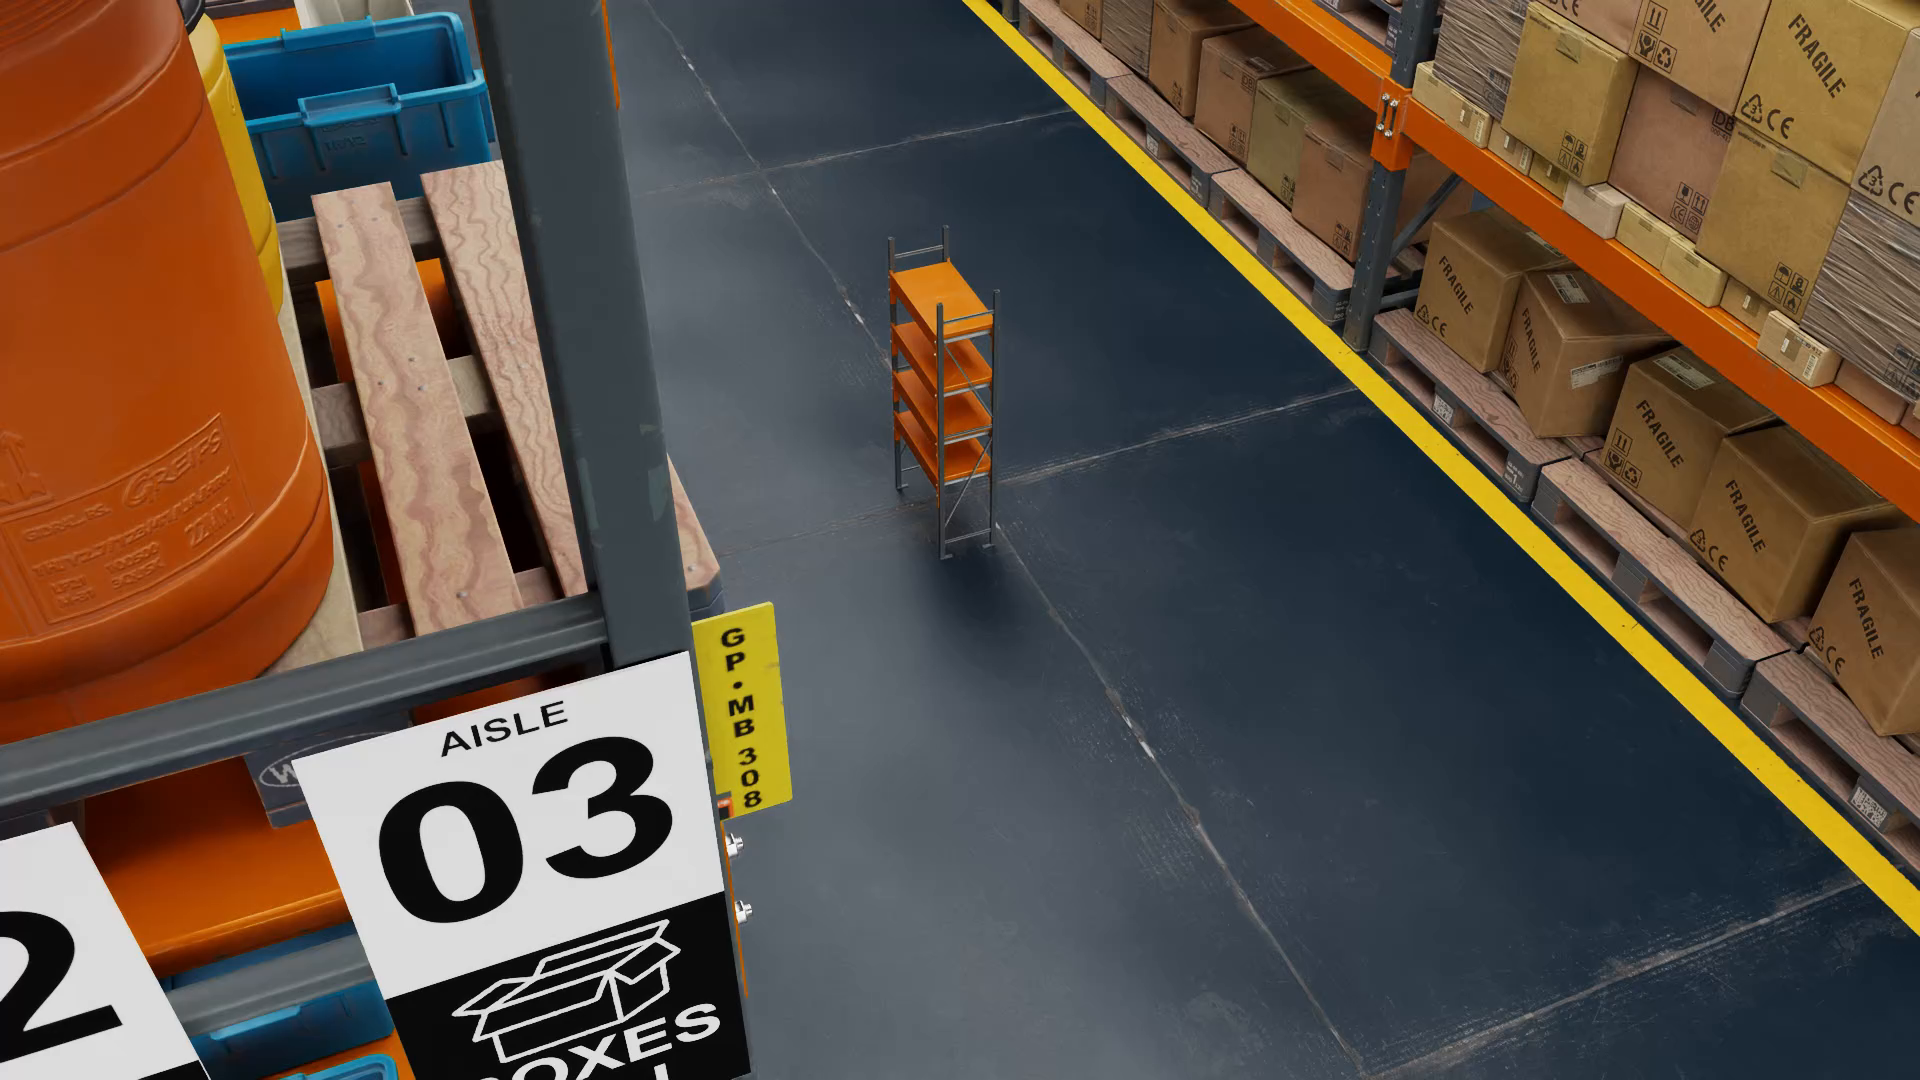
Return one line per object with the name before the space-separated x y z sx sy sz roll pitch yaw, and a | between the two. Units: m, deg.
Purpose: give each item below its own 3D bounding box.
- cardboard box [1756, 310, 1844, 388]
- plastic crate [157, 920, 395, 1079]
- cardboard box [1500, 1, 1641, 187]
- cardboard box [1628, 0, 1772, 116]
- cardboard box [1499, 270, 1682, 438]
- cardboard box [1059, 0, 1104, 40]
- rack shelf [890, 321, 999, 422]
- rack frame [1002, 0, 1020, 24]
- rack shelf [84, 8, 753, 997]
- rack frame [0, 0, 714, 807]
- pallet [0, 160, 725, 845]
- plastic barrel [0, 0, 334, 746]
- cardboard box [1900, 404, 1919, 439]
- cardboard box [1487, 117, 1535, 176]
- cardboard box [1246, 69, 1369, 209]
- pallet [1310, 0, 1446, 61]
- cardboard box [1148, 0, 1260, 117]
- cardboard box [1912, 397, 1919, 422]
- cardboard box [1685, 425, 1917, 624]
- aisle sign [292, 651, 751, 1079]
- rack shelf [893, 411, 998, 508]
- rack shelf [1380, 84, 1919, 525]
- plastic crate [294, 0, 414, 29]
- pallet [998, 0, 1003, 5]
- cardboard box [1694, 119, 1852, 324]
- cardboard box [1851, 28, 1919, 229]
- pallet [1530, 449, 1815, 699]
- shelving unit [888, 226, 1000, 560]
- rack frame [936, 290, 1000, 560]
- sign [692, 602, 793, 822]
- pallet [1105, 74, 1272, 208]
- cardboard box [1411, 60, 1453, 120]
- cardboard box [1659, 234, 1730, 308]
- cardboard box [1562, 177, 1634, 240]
cardboard box | 2.845 -0.659 5.408 0.380 0.149 0.250 -15 43 -17
plastic crate | -1.472 0.916 3.498 0.499 0.251 0.408 -15 43 -17
cardboard box | 2.559 -1.720 6.145 0.875 0.500 0.500 -15 43 -17
cardboard box | 2.606 -1.759 5.424 0.500 0.500 0.500 -15 43 -17
cardboard box | 2.627 -0.784 6.956 0.500 0.500 0.500 -3 41 -3
cardboard box | 1.029 -3.396 9.979 0.700 0.500 0.500 -17 44 -19
rack shelf | -0.063 -0.673 6.373 0.258 0.148 0.480 -15 43 -17
rack frame | 0.755 -4.576 9.771 1.000 3.000 0.127 -15 43 -17
rack shelf | -1.526 -0.590 3.387 1.077 0.370 4.000 -15 43 -17
rack frame | -0.761 -0.796 0.774 1.000 3.000 0.127 -15 43 -17
pallet | -0.987 -0.110 2.421 1.003 0.211 1.213 -15 43 -17
plastic barrel | -1.064 -0.241 1.778 0.600 0.830 0.708 -15 43 -17
cardboard box | 3.139 -0.386 5.090 0.380 0.149 0.250 -15 43 -17
cardboard box | 2.294 -1.569 6.467 0.380 0.149 0.250 -15 43 -17
cardboard box | 1.905 -2.053 8.416 0.700 0.500 0.500 -15 43 -17
pallet | 2.127 -2.590 7.609 1.003 0.211 1.213 -15 43 -17
cardboard box | 1.477 -2.726 9.199 0.700 0.500 0.500 -12 42 -13
cardboard box | 3.328 -0.517 4.746 0.875 0.500 0.500 -15 43 -17
cardboard box | 3.110 -0.082 6.140 0.500 0.500 0.500 -11 42 -13
aisle sign | -0.462 0.464 1.917 0.394 0.787 0.004 -15 43 -17
rack shelf | -0.063 -0.353 6.648 0.258 0.148 0.480 -15 43 -17
rack shelf | 3.050 -0.689 5.802 1.077 0.370 4.000 -15 43 -17
plastic crate | -1.303 -1.102 3.633 0.243 0.136 0.396 -15 43 -17
pallet | 0.523 -4.012 11.254 1.003 0.211 1.213 -15 43 -17
cardboard box | 2.996 -1.133 5.462 0.875 0.500 0.500 -15 43 -17
cardboard box | 2.991 -1.158 4.724 0.500 0.500 0.500 -15 43 -17
pallet | 3.045 0.023 6.562 1.003 0.211 1.213 -15 43 -17
shelving unit | -0.063 -0.555 6.475 0.258 1.200 0.503 -15 43 -17
rack frame | 0.030 -0.408 6.304 0.240 1.200 0.015 -15 43 -17
sign | -0.251 0.204 1.905 0.100 0.325 0.005 -15 43 -17
pallet | 1.515 -2.314 9.279 1.003 0.211 1.213 -15 43 -17
cardboard box | 2.089 -1.866 6.813 0.380 0.149 0.250 -15 43 -17
cardboard box | 2.676 -0.966 5.766 0.380 0.149 0.250 -15 43 -17
cardboard box | 2.456 -1.260 6.107 0.380 0.149 0.250 -15 43 -17
